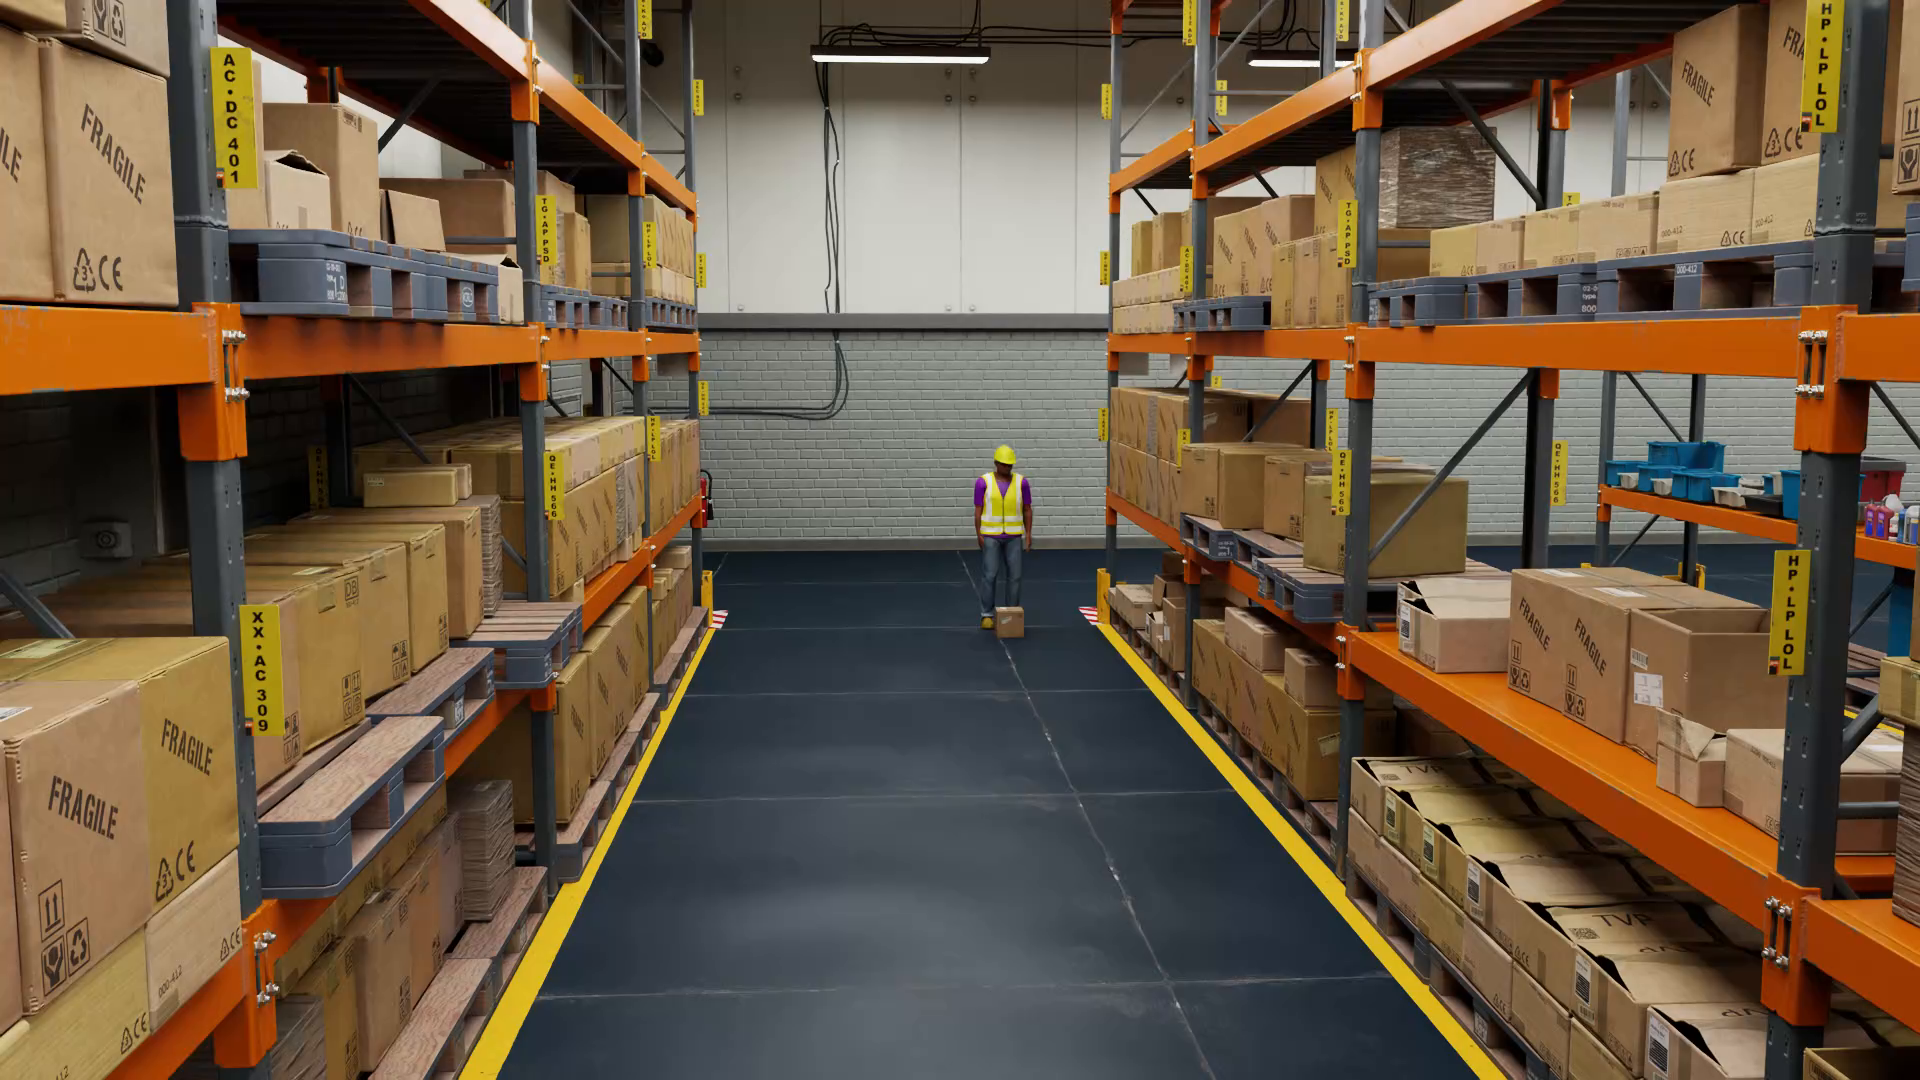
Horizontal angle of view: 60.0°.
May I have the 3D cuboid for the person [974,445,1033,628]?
[{"bbox_3d":[0.419,-0.038,15.972,0.567,1.761,0.363,-1,7,-7],"label":"person"}]
